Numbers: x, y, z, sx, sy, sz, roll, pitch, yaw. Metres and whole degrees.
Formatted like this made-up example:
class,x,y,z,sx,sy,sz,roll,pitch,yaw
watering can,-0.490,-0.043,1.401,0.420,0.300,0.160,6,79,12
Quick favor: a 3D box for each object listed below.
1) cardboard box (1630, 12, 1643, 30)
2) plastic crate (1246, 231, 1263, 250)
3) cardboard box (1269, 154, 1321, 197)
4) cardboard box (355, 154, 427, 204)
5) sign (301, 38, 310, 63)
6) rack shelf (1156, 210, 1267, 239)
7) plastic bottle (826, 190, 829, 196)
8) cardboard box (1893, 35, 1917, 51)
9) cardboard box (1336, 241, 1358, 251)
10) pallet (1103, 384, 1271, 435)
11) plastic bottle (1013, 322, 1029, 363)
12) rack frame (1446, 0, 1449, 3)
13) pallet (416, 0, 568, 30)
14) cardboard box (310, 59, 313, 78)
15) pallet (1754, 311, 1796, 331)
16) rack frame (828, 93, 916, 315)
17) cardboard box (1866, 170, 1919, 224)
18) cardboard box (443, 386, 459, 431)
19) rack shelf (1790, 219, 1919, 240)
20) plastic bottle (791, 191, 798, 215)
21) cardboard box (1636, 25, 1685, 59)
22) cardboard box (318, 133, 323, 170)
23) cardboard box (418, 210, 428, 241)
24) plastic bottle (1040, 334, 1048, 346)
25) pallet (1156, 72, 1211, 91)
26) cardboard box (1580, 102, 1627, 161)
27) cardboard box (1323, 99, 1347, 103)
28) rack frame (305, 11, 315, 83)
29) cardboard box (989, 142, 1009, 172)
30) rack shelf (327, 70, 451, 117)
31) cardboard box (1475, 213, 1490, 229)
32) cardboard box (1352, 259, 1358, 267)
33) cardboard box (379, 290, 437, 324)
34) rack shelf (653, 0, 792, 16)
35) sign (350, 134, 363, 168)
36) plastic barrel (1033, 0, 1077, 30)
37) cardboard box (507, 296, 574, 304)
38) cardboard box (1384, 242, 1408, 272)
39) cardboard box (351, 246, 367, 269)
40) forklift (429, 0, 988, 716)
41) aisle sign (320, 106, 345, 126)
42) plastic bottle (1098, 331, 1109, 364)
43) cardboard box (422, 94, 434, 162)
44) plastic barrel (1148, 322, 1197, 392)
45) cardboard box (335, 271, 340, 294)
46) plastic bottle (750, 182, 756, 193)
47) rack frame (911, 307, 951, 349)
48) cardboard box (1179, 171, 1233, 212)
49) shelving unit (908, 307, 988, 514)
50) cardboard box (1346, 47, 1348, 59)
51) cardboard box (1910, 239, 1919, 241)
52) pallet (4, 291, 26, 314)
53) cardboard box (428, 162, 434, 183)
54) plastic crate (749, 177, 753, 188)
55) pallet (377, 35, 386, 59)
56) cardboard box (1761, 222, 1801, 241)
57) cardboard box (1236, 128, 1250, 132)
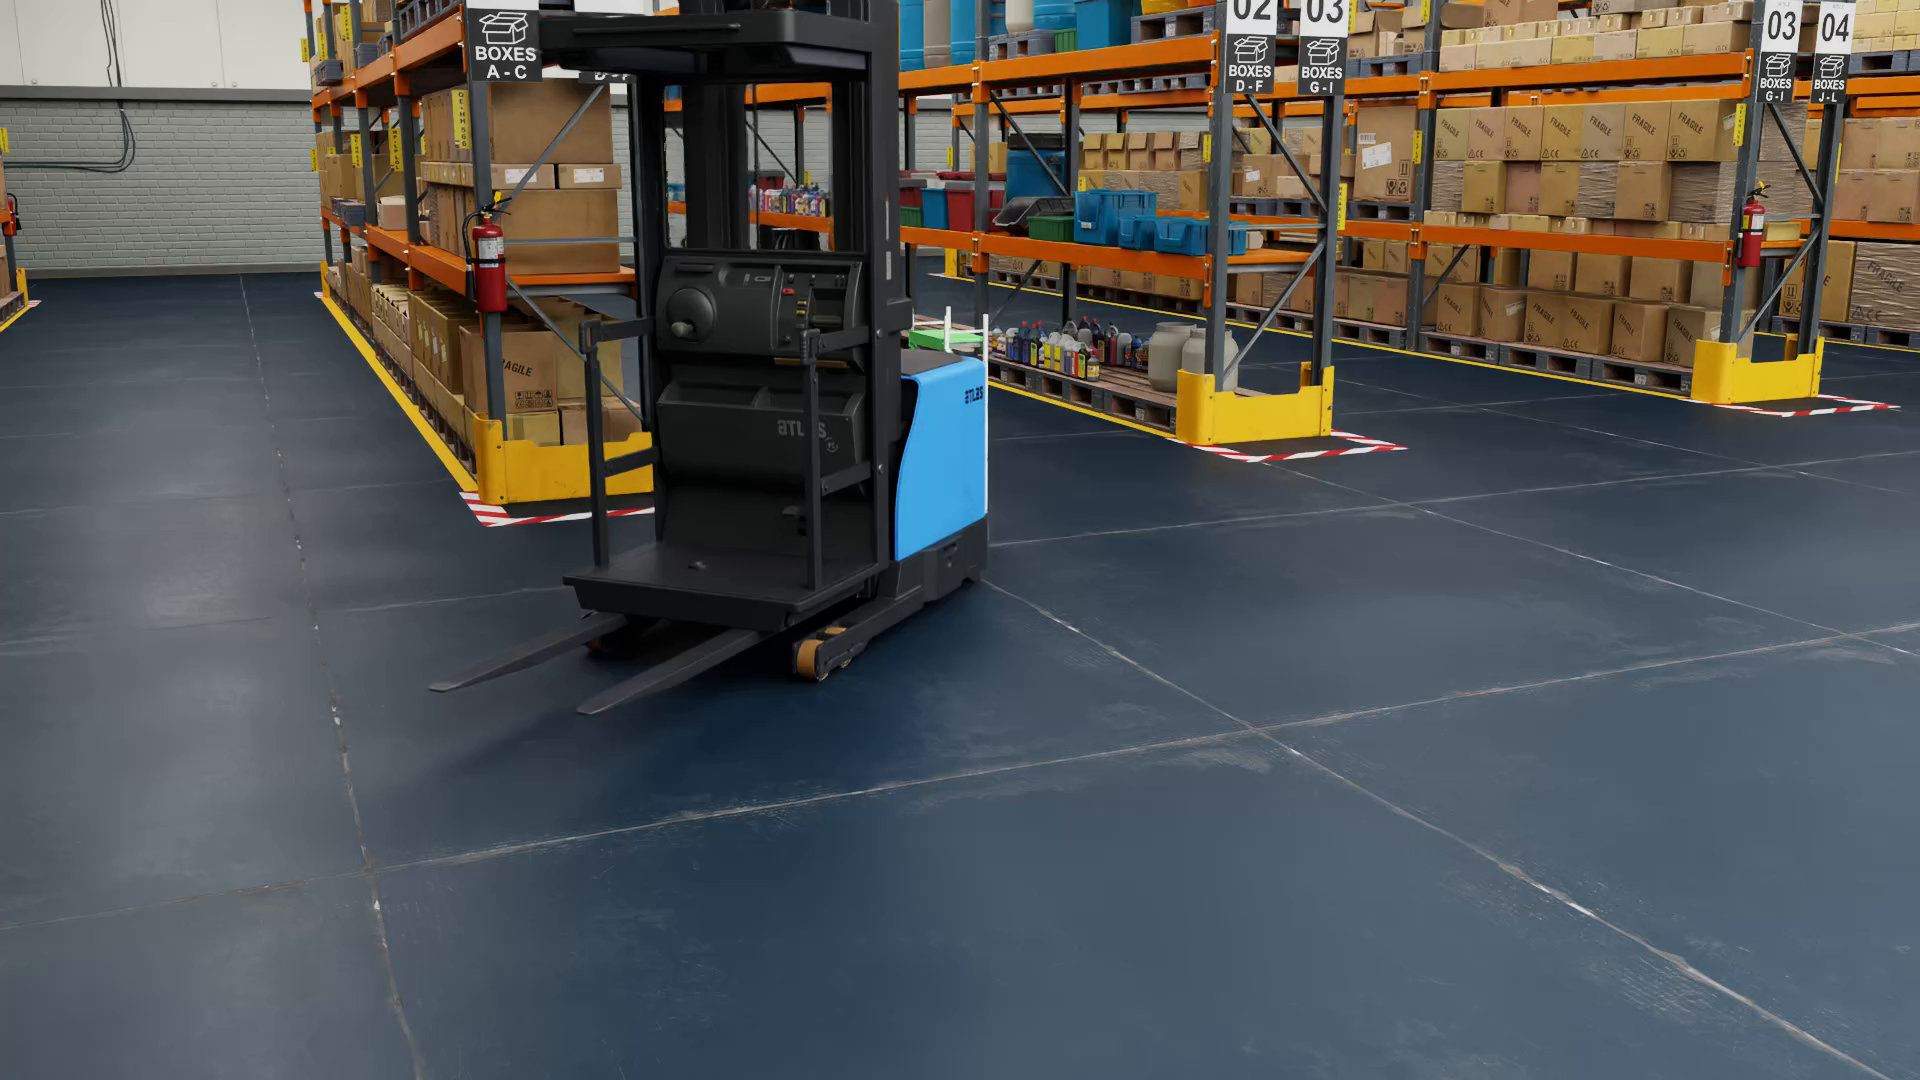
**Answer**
class,x,y,z,sx,sy,sz,roll,pitch,yaw
cardboard box,6.043,-4.485,14.393,0.380,0.149,0.250,-5,14,-22
plastic crate,2.153,-2.289,12.691,0.298,0.136,0.250,-6,14,-23
cardboard box,4.118,-4.342,19.827,0.700,0.500,0.500,-3,13,-15
cardboard box,-5.884,-3.783,17.408,0.700,0.500,0.500,-12,18,-42
sign,-9.230,-6.900,23.441,0.100,0.325,0.005,-6,14,-23
rack shelf,2.749,-4.366,22.678,1.077,0.370,4.000,-6,14,-23
plastic bottle,-1.641,-4.314,21.134,0.152,0.276,0.135,-6,14,-23
cardboard box,9.981,-5.180,17.352,0.380,0.149,0.250,-6,14,-24
cardboard box,6.152,-4.712,26.650,0.380,0.149,0.250,-5,14,-21
pallet,1.822,-1.024,12.828,1.003,0.211,1.213,-6,14,-23
plastic bottle,0.557,-1.749,14.674,0.144,0.351,0.185,-5,14,-21
rack frame,9.426,-9.774,31.143,1.000,3.000,0.127,-6,14,-23
pallet,-3.076,-3.576,11.211,1.003,0.211,1.213,-6,14,-23
cardboard box,-8.766,-6.564,23.152,0.500,0.250,0.500,-6,14,-23
pallet,9.359,-2.698,20.060,1.003,0.211,1.213,-6,14,-23
rack frame,-0.988,-3.856,18.878,1.000,3.000,0.127,-6,14,-23
cardboard box,10.246,-3.668,17.734,0.875,0.550,0.550,-6,14,-23
cardboard box,-3.222,-0.911,11.320,0.500,0.250,0.500,-6,14,-23
rack shelf,10.539,-3.140,17.382,1.077,0.370,4.000,-6,14,-23
plastic bottle,-1.999,-4.080,20.106,0.061,0.283,0.133,-6,14,-23
cardboard box,6.126,-4.218,14.124,0.500,0.250,0.500,-6,14,-23
cardboard box,-8.580,-5.375,23.003,0.500,0.500,0.500,-5,14,-22
cardboard box,-4.446,-2.683,14.106,0.396,0.266,0.258,-6,14,-24
plastic bottle,0.726,-1.644,14.398,0.097,0.271,0.097,0,13,0
pallet,3.243,-5.801,21.048,1.213,0.211,1.003,-5,14,-20
cardboard box,5.904,-3.629,14.798,0.500,0.500,0.500,-6,14,-23
cardboard box,6.089,-7.022,26.239,0.500,0.250,0.500,-5,14,-22
rack frame,-8.733,-7.985,23.413,1.000,3.000,0.127,-6,14,-23
cardboard box,0.704,-6.060,26.411,0.500,0.500,0.500,-6,14,-24
rack shelf,-6.329,-4.933,18.477,1.077,0.370,4.000,-6,14,-23
cardboard box,5.285,-3.130,16.299,0.380,0.149,0.250,-6,14,-23
cardboard box,6.575,-4.532,27.189,0.380,0.149,0.250,-5,14,-21
cardboard box,-5.167,-2.200,15.644,0.500,0.311,0.500,-6,14,-24
rack shelf,-3.392,-7.473,23.684,1.077,0.370,4.000,-6,14,-23
sign,-6.022,-3.884,16.607,0.100,0.325,0.005,-6,14,-23
plastic barrel,0.915,-4.724,13.935,0.600,0.901,0.708,-6,14,-23
cardboard box,-3.147,-1.530,12.331,0.500,0.500,0.500,-6,14,-23
cardboard box,6.799,-4.258,25.227,0.500,0.500,0.500,-5,14,-20
cardboard box,-6.760,-3.269,19.247,0.500,0.250,0.500,-6,14,-23
forklift,-0.913,-0.986,6.628,1.130,2.935,3.031,6,14,23
aisle sign,-9.029,-6.316,23.743,0.394,0.787,0.004,-6,14,-23
plastic bottle,1.259,-1.693,14.579,0.061,0.283,0.133,-6,14,-23
cardboard box,-3.742,-3.173,12.827,0.700,0.500,0.500,-6,14,-23
plastic barrel,1.682,-1.428,12.975,0.421,0.512,0.421,0,13,0
cardboard box,-7.919,-3.387,21.840,0.500,0.311,0.500,-6,14,-23
plastic bottle,-2.730,-4.548,21.978,0.144,0.351,0.185,-6,14,-23
rack frame,-0.164,-0.669,9.100,0.240,1.200,0.015,-6,14,-23
cardboard box,3.125,-4.432,21.144,0.500,0.500,0.500,-5,14,-21
shelving unit,-0.066,-0.619,8.882,0.258,1.200,0.503,-6,14,-23
cardboard box,4.310,-5.407,18.516,0.380,0.166,0.250,-6,14,-25
cardboard box,16.407,-4.915,28.064,0.500,0.500,0.500,-5,14,-21
pallet,-12.878,-3.097,21.784,1.003,0.211,1.213,-6,14,-23
cardboard box,-3.790,-2.770,12.524,0.380,0.149,0.250,-6,14,-24
plastic crate,-3.090,-4.769,22.727,0.392,0.384,0.575,-6,14,-23
pallet,-4.724,-4.416,15.063,1.003,0.211,1.213,-5,14,-20
cardboard box,6.859,-2.609,14.046,0.380,0.149,0.250,-6,14,-23
cardboard box,5.075,-6.844,28.688,0.500,0.500,0.500,-5,14,-21
